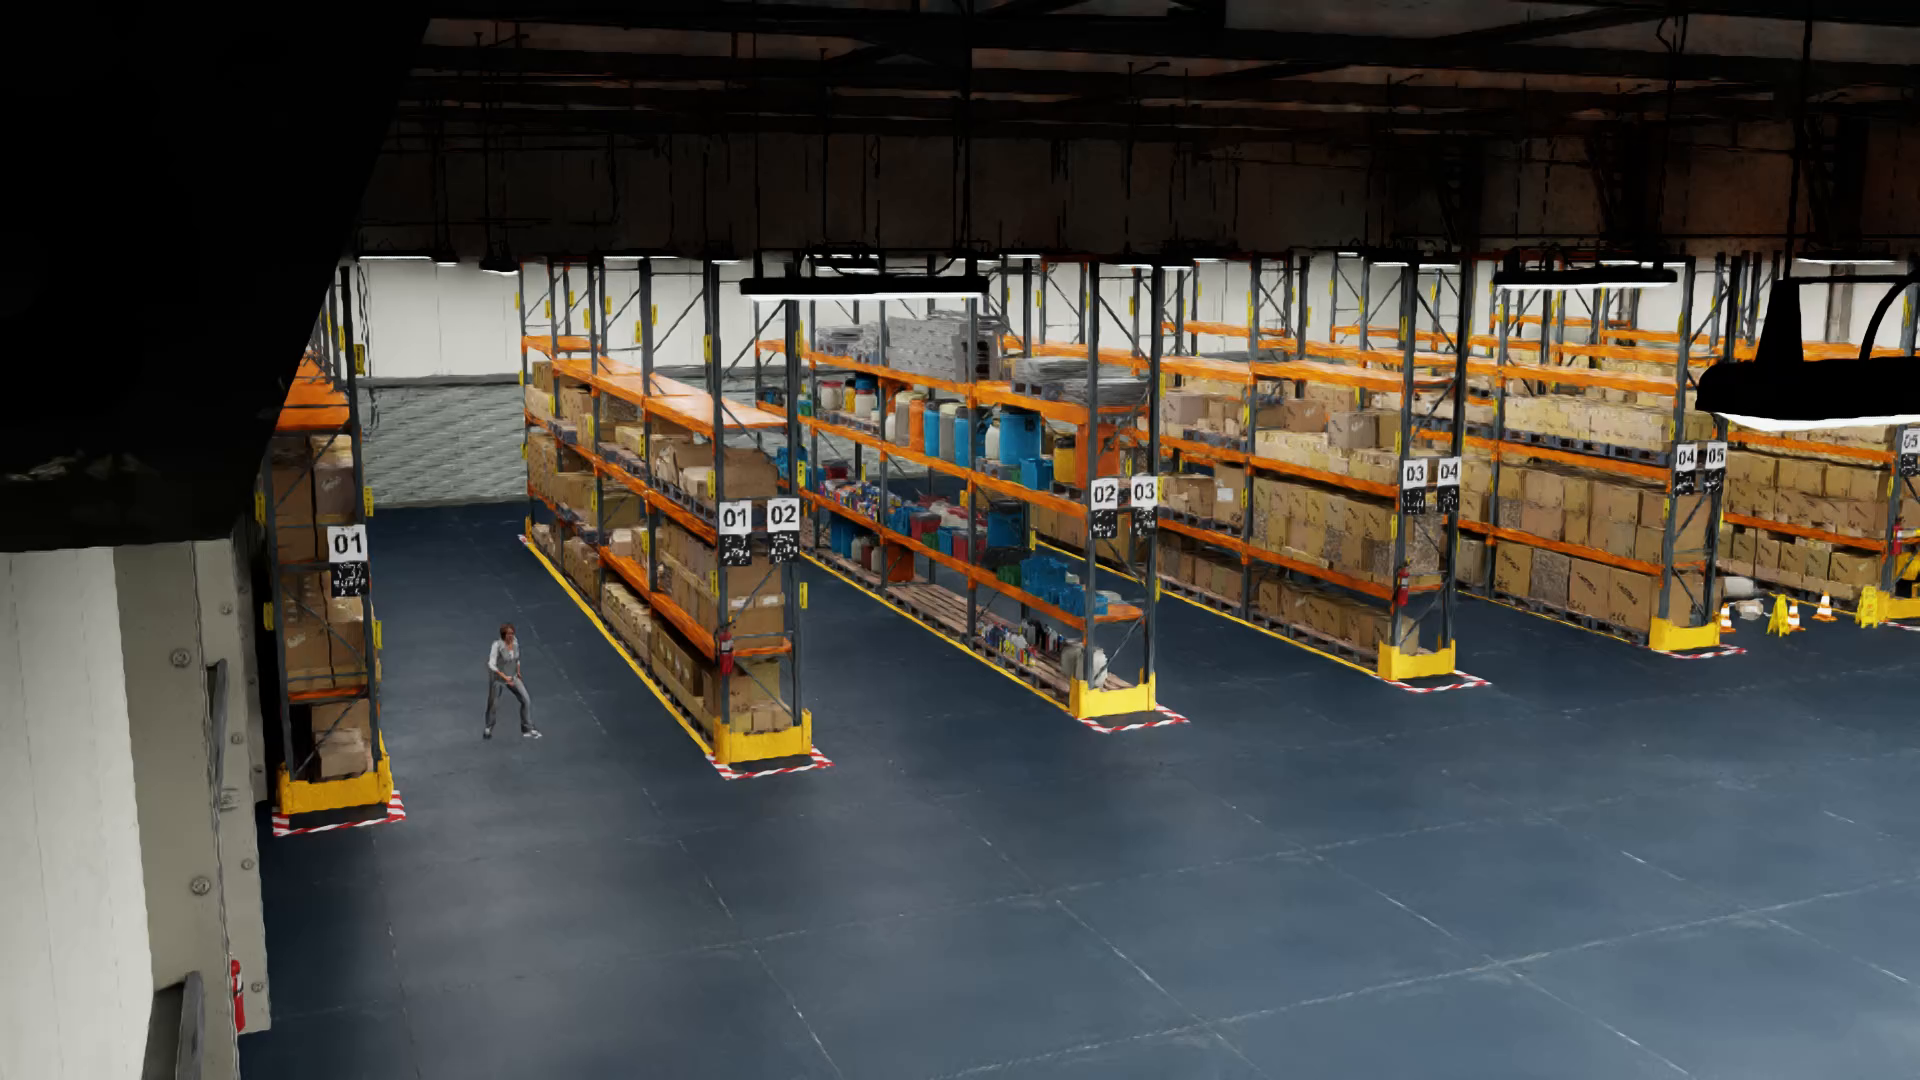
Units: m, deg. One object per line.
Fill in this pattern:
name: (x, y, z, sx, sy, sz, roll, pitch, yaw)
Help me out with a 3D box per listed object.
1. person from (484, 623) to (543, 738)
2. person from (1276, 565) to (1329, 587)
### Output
person: (-5.743, 1.770, 21.068, 0.574, 1.535, 0.749, -9, 14, -42)
person: (6.207, -0.010, 30.239, 0.580, 1.715, 1.104, -6, 12, -30)
